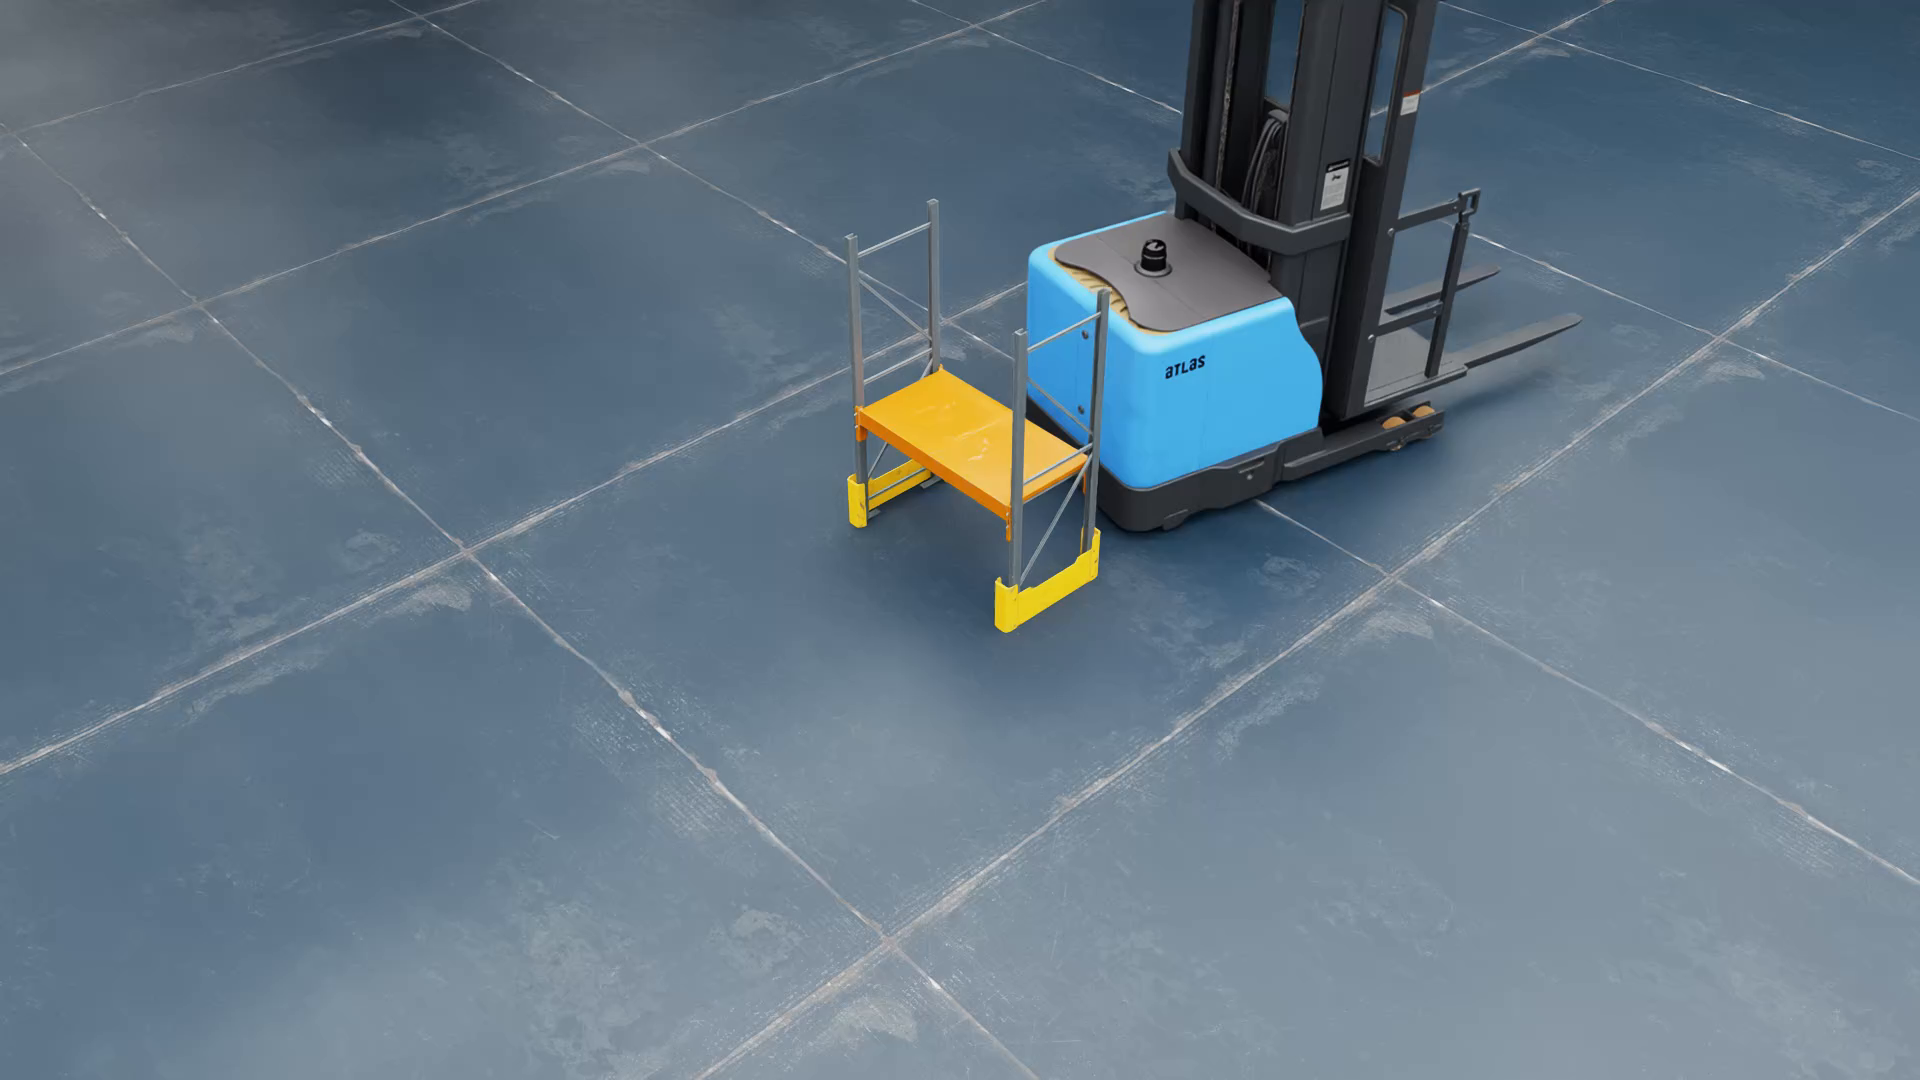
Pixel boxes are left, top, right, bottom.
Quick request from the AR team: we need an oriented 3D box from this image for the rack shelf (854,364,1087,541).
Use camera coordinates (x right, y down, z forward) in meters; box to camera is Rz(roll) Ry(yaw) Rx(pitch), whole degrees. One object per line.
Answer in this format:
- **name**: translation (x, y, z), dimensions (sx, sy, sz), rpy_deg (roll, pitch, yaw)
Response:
- **rack shelf**: translation (0.058, -0.404, 7.343), dimensions (0.538, 0.185, 1.000), rpy_deg (-30, 48, -32)

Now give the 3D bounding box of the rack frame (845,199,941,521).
- **rack frame**: translation (-0.286, -0.779, 7.521), dimensions (0.500, 1.500, 0.032), rpy_deg (-30, 48, -32)

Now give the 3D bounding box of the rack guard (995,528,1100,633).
- **rack guard**: translation (0.388, 0.169, 7.342), dimensions (0.587, 0.250, 0.087), rpy_deg (-30, 48, -32)

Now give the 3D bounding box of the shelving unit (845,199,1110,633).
- **shelving unit**: translation (0.052, -0.548, 7.235), dimensions (0.587, 1.500, 1.083), rpy_deg (-30, 48, -32)

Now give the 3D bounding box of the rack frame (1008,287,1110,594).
- **rack frame**: translation (0.402, -0.309, 6.939), dimensions (0.500, 1.500, 0.032), rpy_deg (-30, 48, -32)

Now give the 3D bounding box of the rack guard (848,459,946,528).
- **rack guard**: translation (-0.285, -0.292, 7.913), dimensions (0.587, 0.250, 0.087), rpy_deg (-30, 48, -32)

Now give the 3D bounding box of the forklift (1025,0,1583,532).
- **forklift**: translation (1.840, -1.856, 7.715), dimensions (3.031, 2.935, 1.130), rpy_deg (-20, 43, -23)
